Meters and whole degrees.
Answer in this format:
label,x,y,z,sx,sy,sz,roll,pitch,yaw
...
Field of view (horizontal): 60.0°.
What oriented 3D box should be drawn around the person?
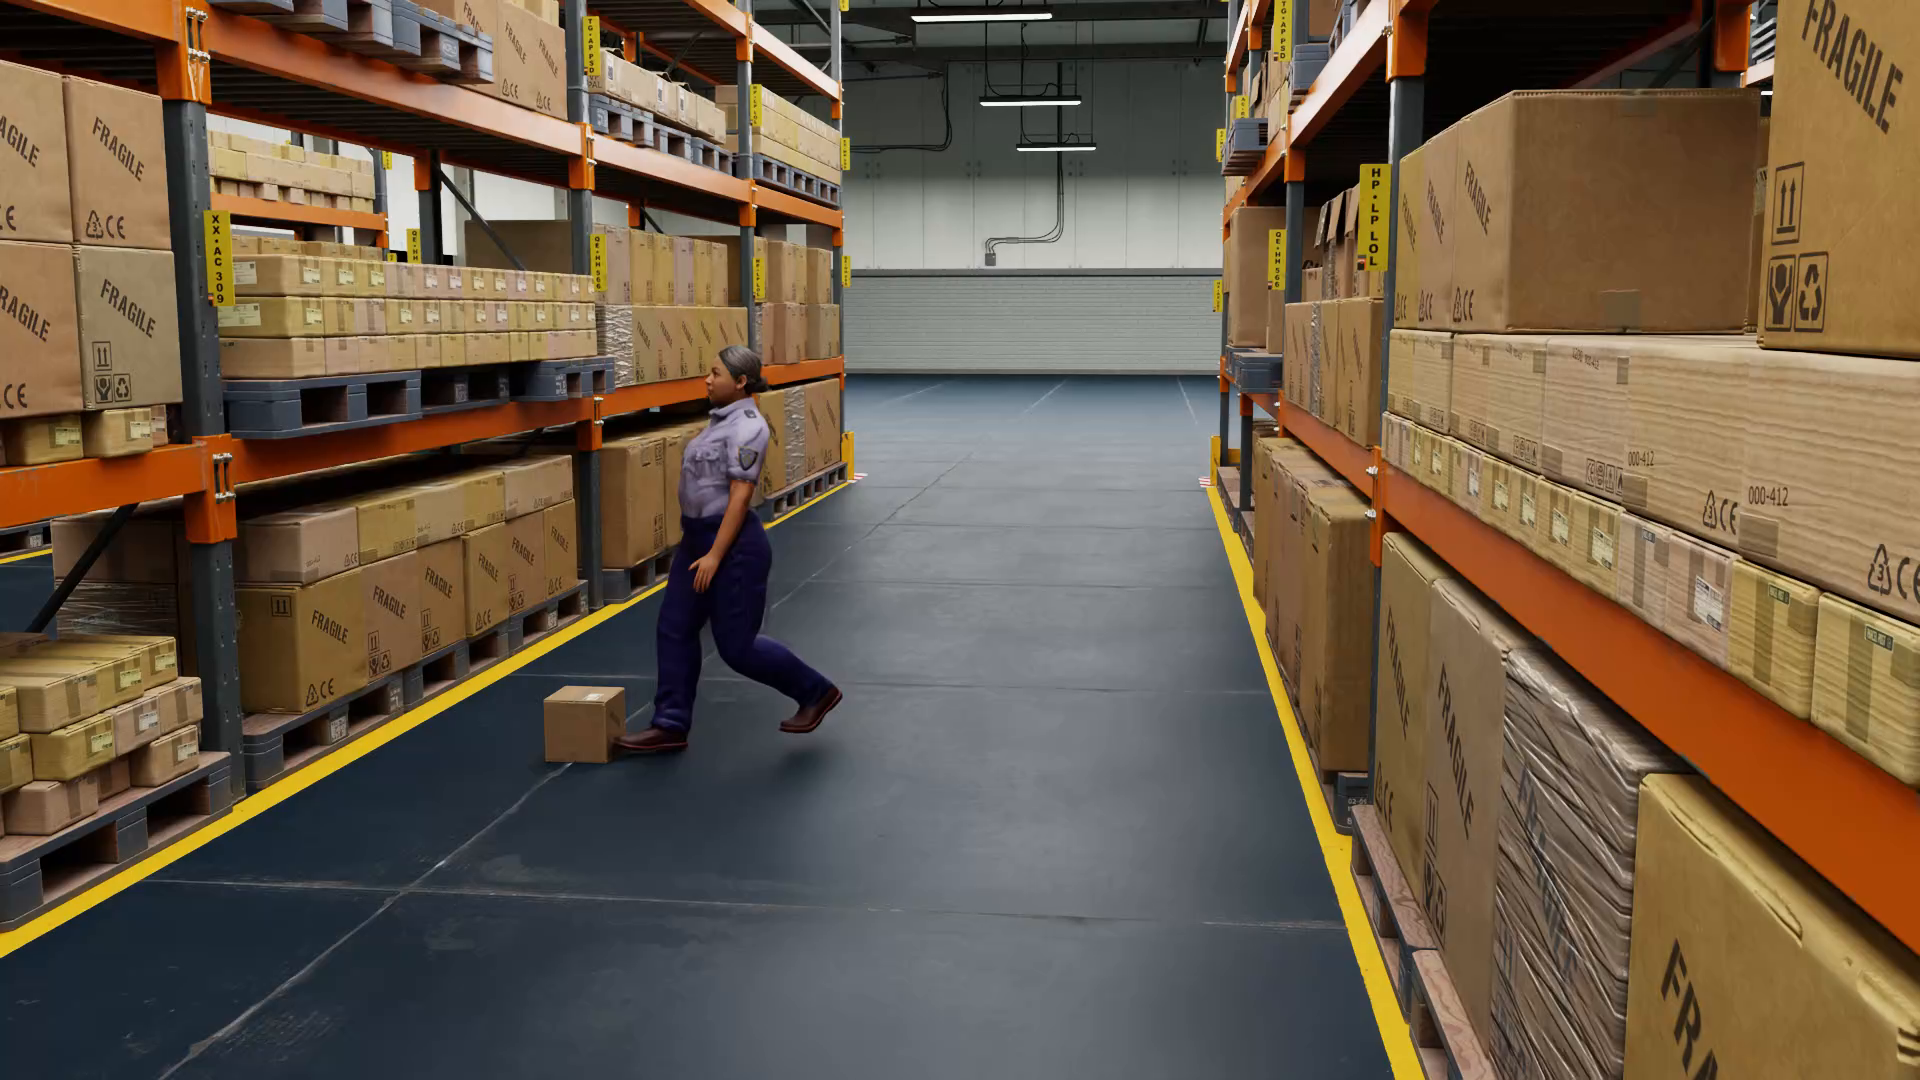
label,x,y,z,sx,sy,sz,roll,pitch,yaw
person,-0.923,0.045,6.558,0.860,1.608,0.482,-4,9,-27
